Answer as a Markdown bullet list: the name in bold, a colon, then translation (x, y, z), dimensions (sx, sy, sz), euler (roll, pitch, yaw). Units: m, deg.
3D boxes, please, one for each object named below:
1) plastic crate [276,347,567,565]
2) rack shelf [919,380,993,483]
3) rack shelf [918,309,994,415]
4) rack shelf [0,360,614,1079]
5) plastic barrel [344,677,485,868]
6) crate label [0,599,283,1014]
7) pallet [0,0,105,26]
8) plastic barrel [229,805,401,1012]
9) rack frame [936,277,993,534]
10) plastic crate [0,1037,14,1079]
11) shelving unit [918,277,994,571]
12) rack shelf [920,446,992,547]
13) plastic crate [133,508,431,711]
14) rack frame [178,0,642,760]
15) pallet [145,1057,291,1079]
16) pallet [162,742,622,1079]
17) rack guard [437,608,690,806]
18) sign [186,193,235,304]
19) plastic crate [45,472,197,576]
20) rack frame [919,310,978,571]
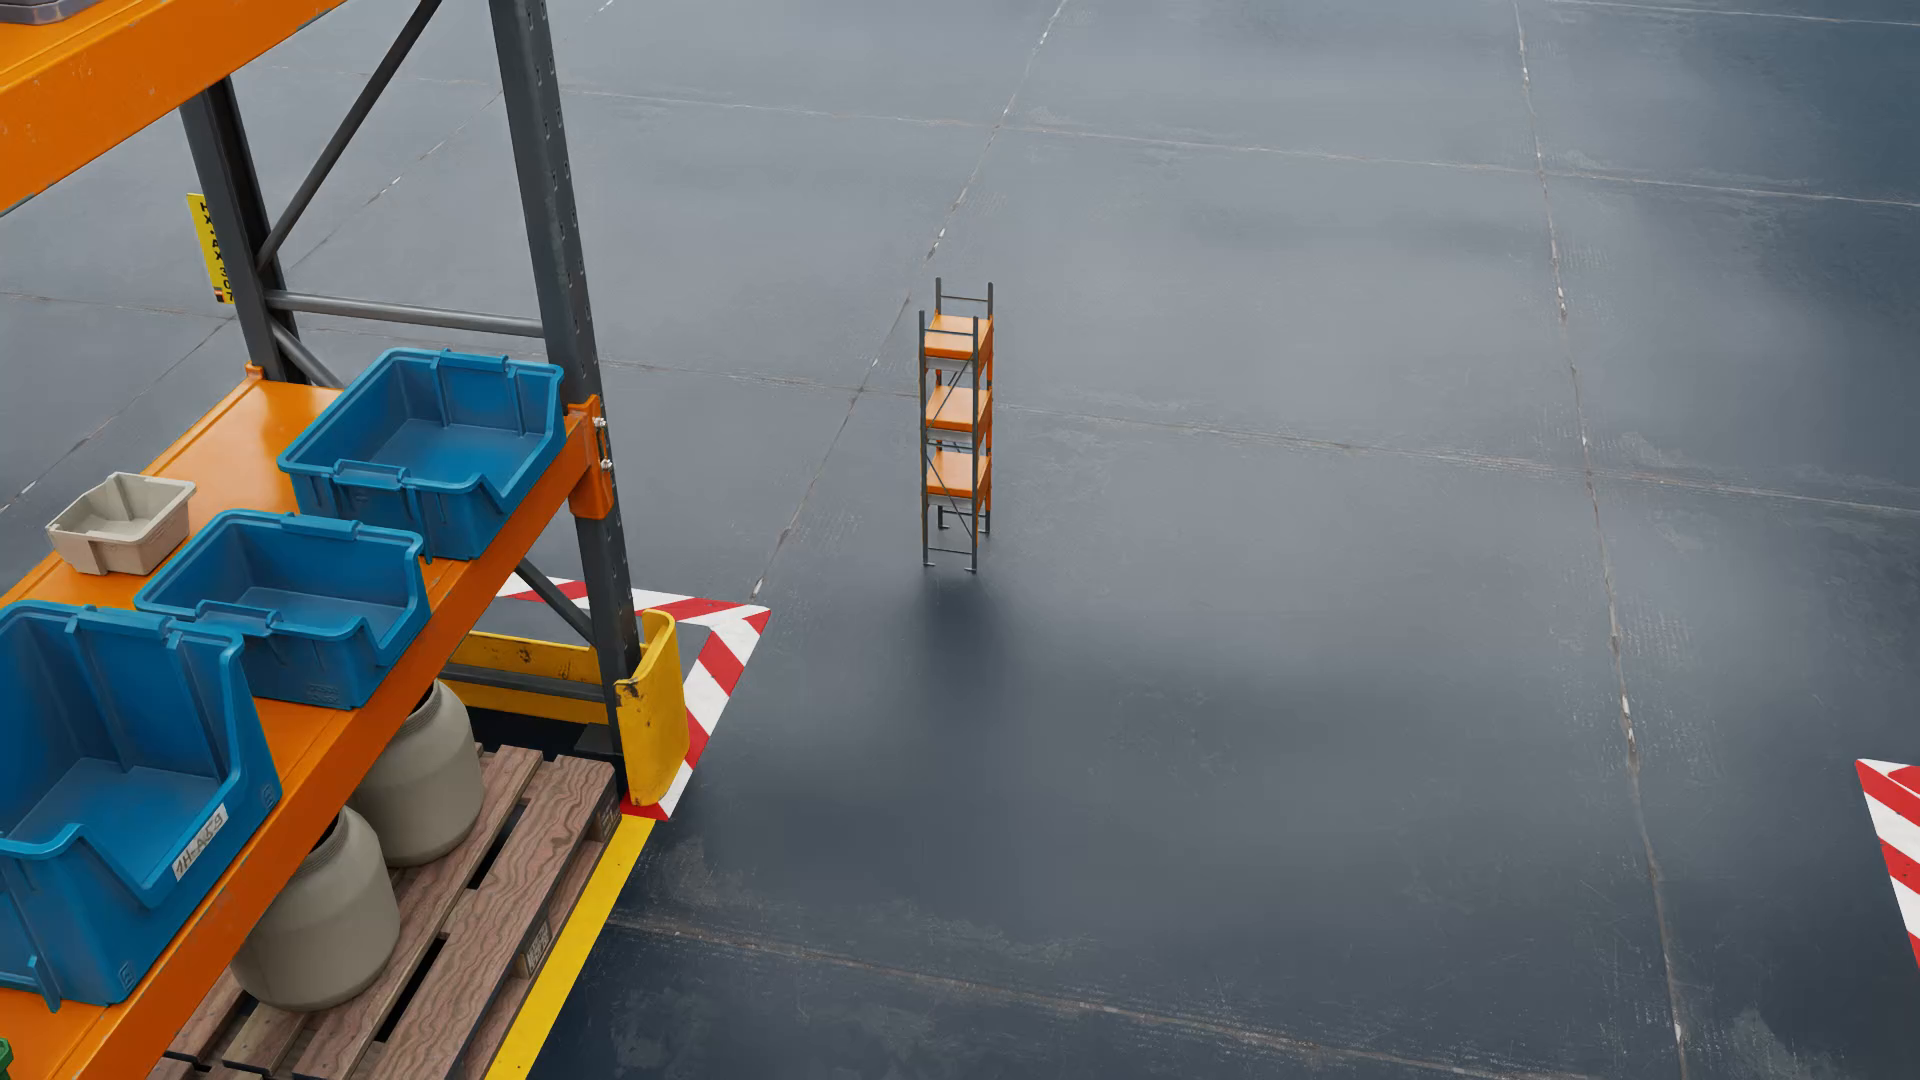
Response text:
- **plastic crate**: translation (-1.306, -0.224, 4.130), dimensions (0.499, 0.251, 0.616), euler (7, 37, 10)
- **rack shelf**: translation (-0.011, -0.386, 5.906), dimensions (0.215, 0.259, 0.240), euler (7, 37, 10)
- **rack shelf**: translation (-0.011, -0.616, 5.739), dimensions (0.215, 0.259, 0.240), euler (7, 37, 10)
- **rack shelf**: translation (-1.919, 0.829, 3.163), dimensions (1.077, 0.370, 4.000), euler (7, 37, 10)
- **plastic barrel**: translation (-1.558, 0.616, 4.607), dimensions (0.421, 0.512, 0.421), euler (0, 36, 0)
- **crate label**: translation (-1.621, 0.466, 3.021), dimensions (0.502, 0.435, 0.616), euler (7, 37, 10)
- **pallet**: translation (-1.764, -1.285, 3.071), dimensions (1.003, 0.211, 1.213), euler (7, 37, 10)
- **plastic barrel**: translation (-1.665, 0.903, 4.210), dimensions (0.421, 0.512, 0.421), euler (0, 36, 0)
- **rack frame**: translation (0.015, -0.464, 5.996), dimensions (0.200, 1.050, 0.008), euler (7, 37, 10)
- **plastic crate**: translation (-1.780, 1.028, 2.457), dimensions (0.450, 0.188, 0.662), euler (7, 37, 10)
- **shelving unit**: translation (-0.011, -0.394, 5.900), dimensions (0.215, 1.050, 0.252), euler (7, 37, 10)
- **rack shelf**: translation (-0.011, -0.161, 6.069), dimensions (0.215, 0.259, 0.240), euler (7, 37, 10)
- **plastic crate**: translation (-1.451, 0.148, 3.617), dimensions (0.499, 0.251, 0.408), euler (7, 37, 10)
- **rack frame**: translation (-1.492, -0.609, 4.534), dimensions (1.000, 3.000, 0.127), euler (7, 37, 10)
- **pallet**: translation (-1.904, 1.732, 3.680), dimensions (1.003, 0.211, 1.213), euler (7, 37, 10)
- **pallet**: translation (-1.641, 1.035, 4.642), dimensions (1.003, 0.211, 1.213), euler (7, 37, 10)
- **rack guard**: translation (-1.462, 0.453, 5.199), dimensions (1.175, 0.500, 0.348), euler (7, 37, 10)
- **sign**: translation (-2.028, -0.792, 4.551), dimensions (0.100, 0.325, 0.005), euler (7, 37, 10)
- **plastic crate**: translation (-1.997, -0.029, 3.959), dimensions (0.298, 0.136, 0.250), euler (7, 37, 10)
- **rack frame**: translation (-0.038, -0.324, 5.803), dimensions (0.200, 1.050, 0.008), euler (7, 37, 10)
